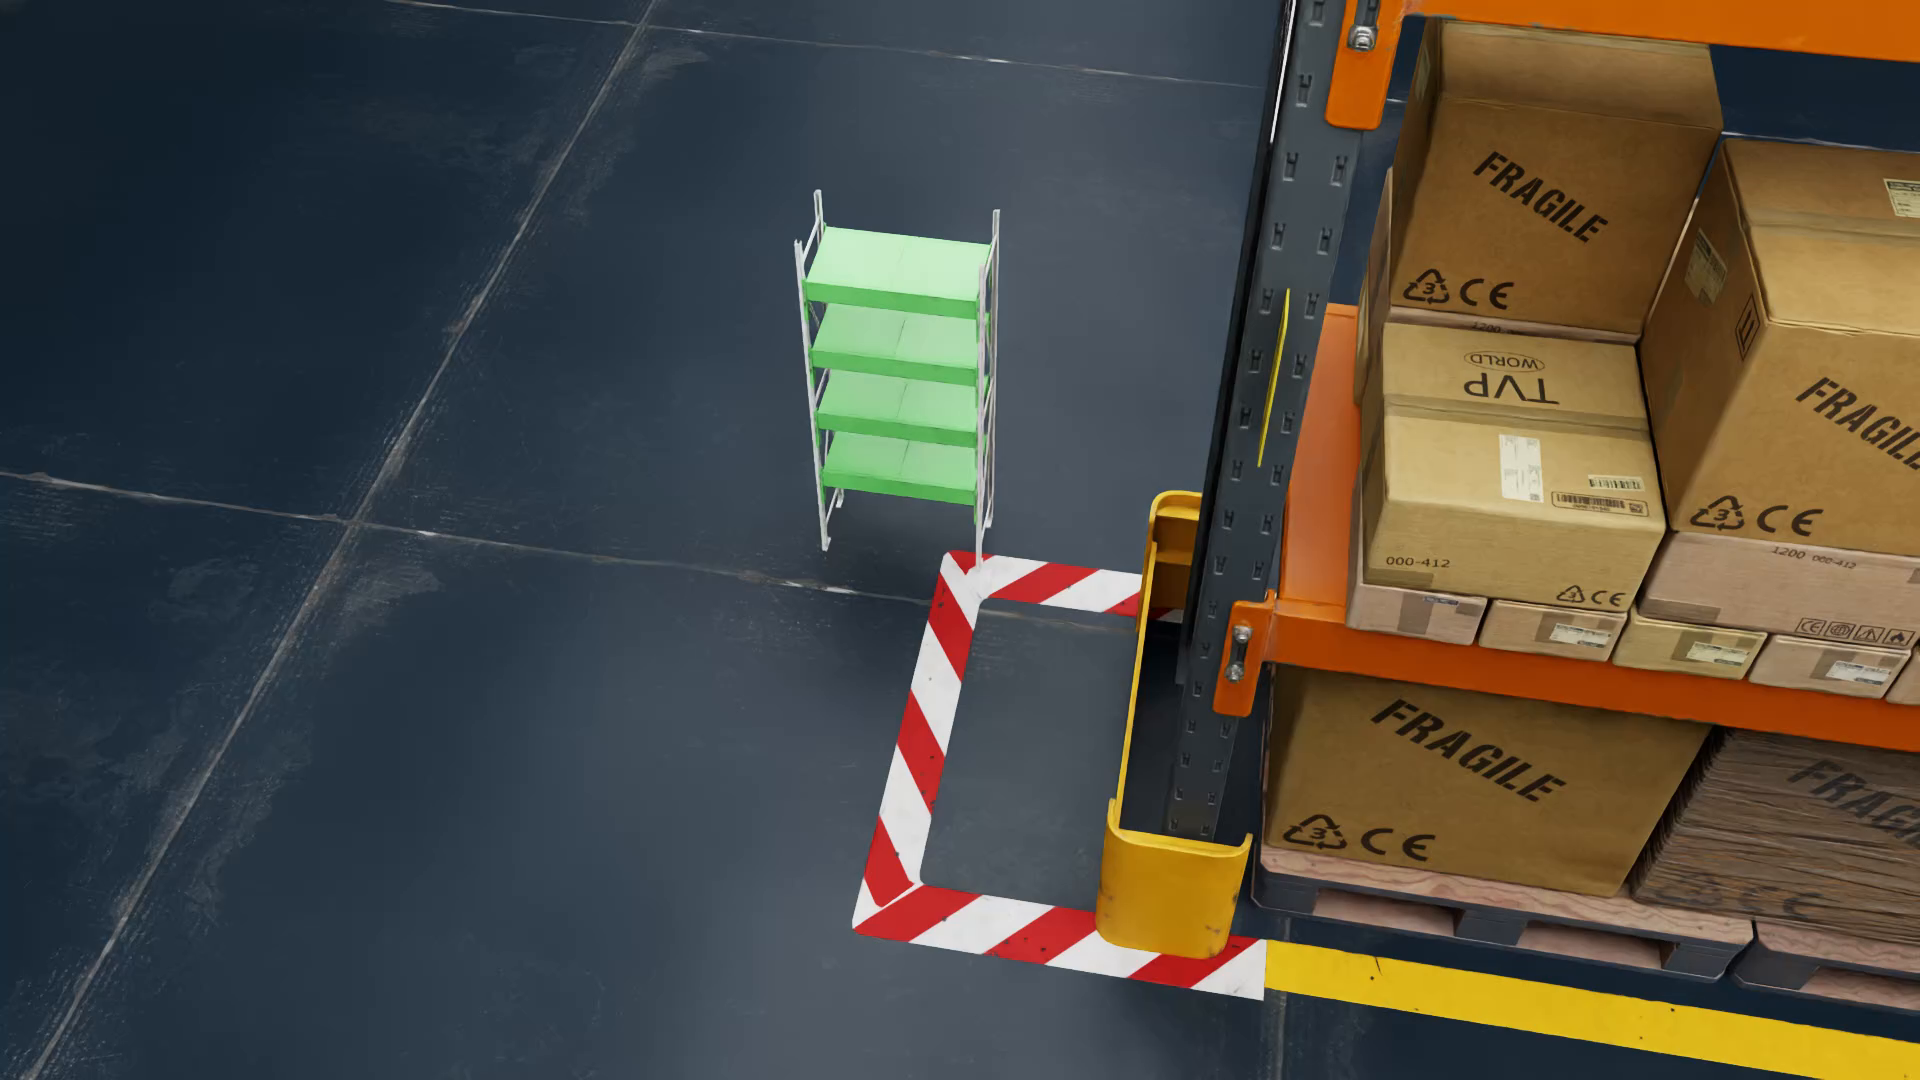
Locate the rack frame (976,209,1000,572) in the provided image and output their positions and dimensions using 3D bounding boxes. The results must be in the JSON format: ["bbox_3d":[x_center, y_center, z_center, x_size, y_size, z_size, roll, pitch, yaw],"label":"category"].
[{"bbox_3d":[0.077,-0.391,4.794,0.015,1.200,0.240,8,49,7],"label":"rack frame"}]

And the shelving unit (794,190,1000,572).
[{"bbox_3d":[-0.163,-0.423,4.823,0.503,1.200,0.258,8,49,7],"label":"shelving unit"}]

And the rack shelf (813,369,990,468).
[{"bbox_3d":[-0.163,-0.380,4.871,0.480,0.148,0.258,8,49,7],"label":"rack shelf"}]

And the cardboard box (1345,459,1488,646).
[{"bbox_3d":[0.931,0.010,3.394,0.250,0.149,0.380,8,49,7],"label":"cardboard box"}]

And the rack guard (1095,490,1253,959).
[{"bbox_3d":[0.616,0.469,4.492,0.348,0.500,1.175,8,49,7],"label":"rack guard"}]

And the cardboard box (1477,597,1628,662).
[{"bbox_3d":[1.183,0.043,3.364,0.250,0.149,0.380,7,48,6],"label":"cardboard box"}]

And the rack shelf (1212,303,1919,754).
[{"bbox_3d":[2.608,0.142,3.589,4.000,0.370,1.077,8,49,7],"label":"rack shelf"}]

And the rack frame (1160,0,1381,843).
[{"bbox_3d":[0.640,-0.363,3.559,0.127,3.000,1.000,8,49,7],"label":"rack frame"}]

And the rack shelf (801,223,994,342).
[{"bbox_3d":[-0.163,-0.701,4.514,0.480,0.148,0.258,8,49,7],"label":"rack shelf"}]

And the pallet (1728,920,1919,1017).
[{"bbox_3d":[2.638,0.781,4.407,1.213,0.211,1.003,8,49,7],"label":"pallet"}]

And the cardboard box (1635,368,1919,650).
[{"bbox_3d":[1.577,-0.087,3.212,0.500,0.250,0.500,7,48,6],"label":"cardboard box"}]

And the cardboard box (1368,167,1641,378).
[{"bbox_3d":[1.164,-0.542,3.622,0.500,0.250,0.500,7,48,6],"label":"cardboard box"}]

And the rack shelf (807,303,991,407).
[{"bbox_3d":[-0.163,-0.541,4.692,0.480,0.148,0.258,8,49,7],"label":"rack shelf"}]

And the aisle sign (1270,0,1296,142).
[{"bbox_3d":[0.516,-1.022,2.404,0.004,0.787,0.394,8,49,7],"label":"aisle sign"}]

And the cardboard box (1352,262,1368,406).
[{"bbox_3d":[1.049,-0.473,3.827,0.250,0.149,0.380,9,49,8],"label":"cardboard box"}]

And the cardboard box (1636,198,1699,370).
[{"bbox_3d":[1.663,-0.475,3.561,0.500,0.250,0.500,7,48,6],"label":"cardboard box"}]

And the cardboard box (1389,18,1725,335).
[{"bbox_3d":[1.166,-0.791,3.341,0.500,0.500,0.500,8,49,7],"label":"cardboard box"}]

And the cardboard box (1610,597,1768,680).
[{"bbox_3d":[1.435,0.076,3.334,0.250,0.149,0.380,7,48,6],"label":"cardboard box"}]

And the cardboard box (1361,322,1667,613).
[{"bbox_3d":[1.064,-0.151,3.270,0.500,0.250,0.500,7,48,6],"label":"cardboard box"}]

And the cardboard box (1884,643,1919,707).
[{"bbox_3d":[1.942,0.144,3.273,0.250,0.149,0.380,7,48,6],"label":"cardboard box"}]

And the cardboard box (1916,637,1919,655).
[{"bbox_3d":[2.071,-0.018,3.150,0.500,0.250,0.500,6,48,6],"label":"cardboard box"}]

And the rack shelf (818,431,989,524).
[{"bbox_3d":[-0.163,-0.220,5.049,0.480,0.148,0.258,8,49,7],"label":"rack shelf"}]

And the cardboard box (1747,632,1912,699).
[{"bbox_3d":[1.692,0.110,3.304,0.250,0.149,0.380,7,48,6],"label":"cardboard box"}]

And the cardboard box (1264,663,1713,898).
[{"bbox_3d":[1.284,0.233,4.170,0.875,0.875,0.875,8,49,7],"label":"cardboard box"}]

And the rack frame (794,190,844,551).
[{"bbox_3d":[-0.403,-0.455,4.852,0.015,1.200,0.240,8,49,7],"label":"rack frame"}]

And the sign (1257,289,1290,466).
[{"bbox_3d":[0.535,-0.273,2.844,0.005,0.325,0.100,8,49,7],"label":"sign"}]

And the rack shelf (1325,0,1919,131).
[{"bbox_3d":[2.608,-0.860,2.474,4.000,0.370,1.077,8,49,7],"label":"rack shelf"}]

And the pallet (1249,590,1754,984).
[{"bbox_3d":[1.441,0.618,4.553,1.213,0.211,1.003,8,49,7],"label":"pallet"}]

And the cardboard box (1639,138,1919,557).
[{"bbox_3d":[1.556,-0.335,2.932,0.500,0.500,0.500,7,48,6],"label":"cardboard box"}]

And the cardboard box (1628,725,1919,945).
[{"bbox_3d":[2.180,0.353,4.062,0.875,0.875,0.875,8,49,7],"label":"cardboard box"}]
